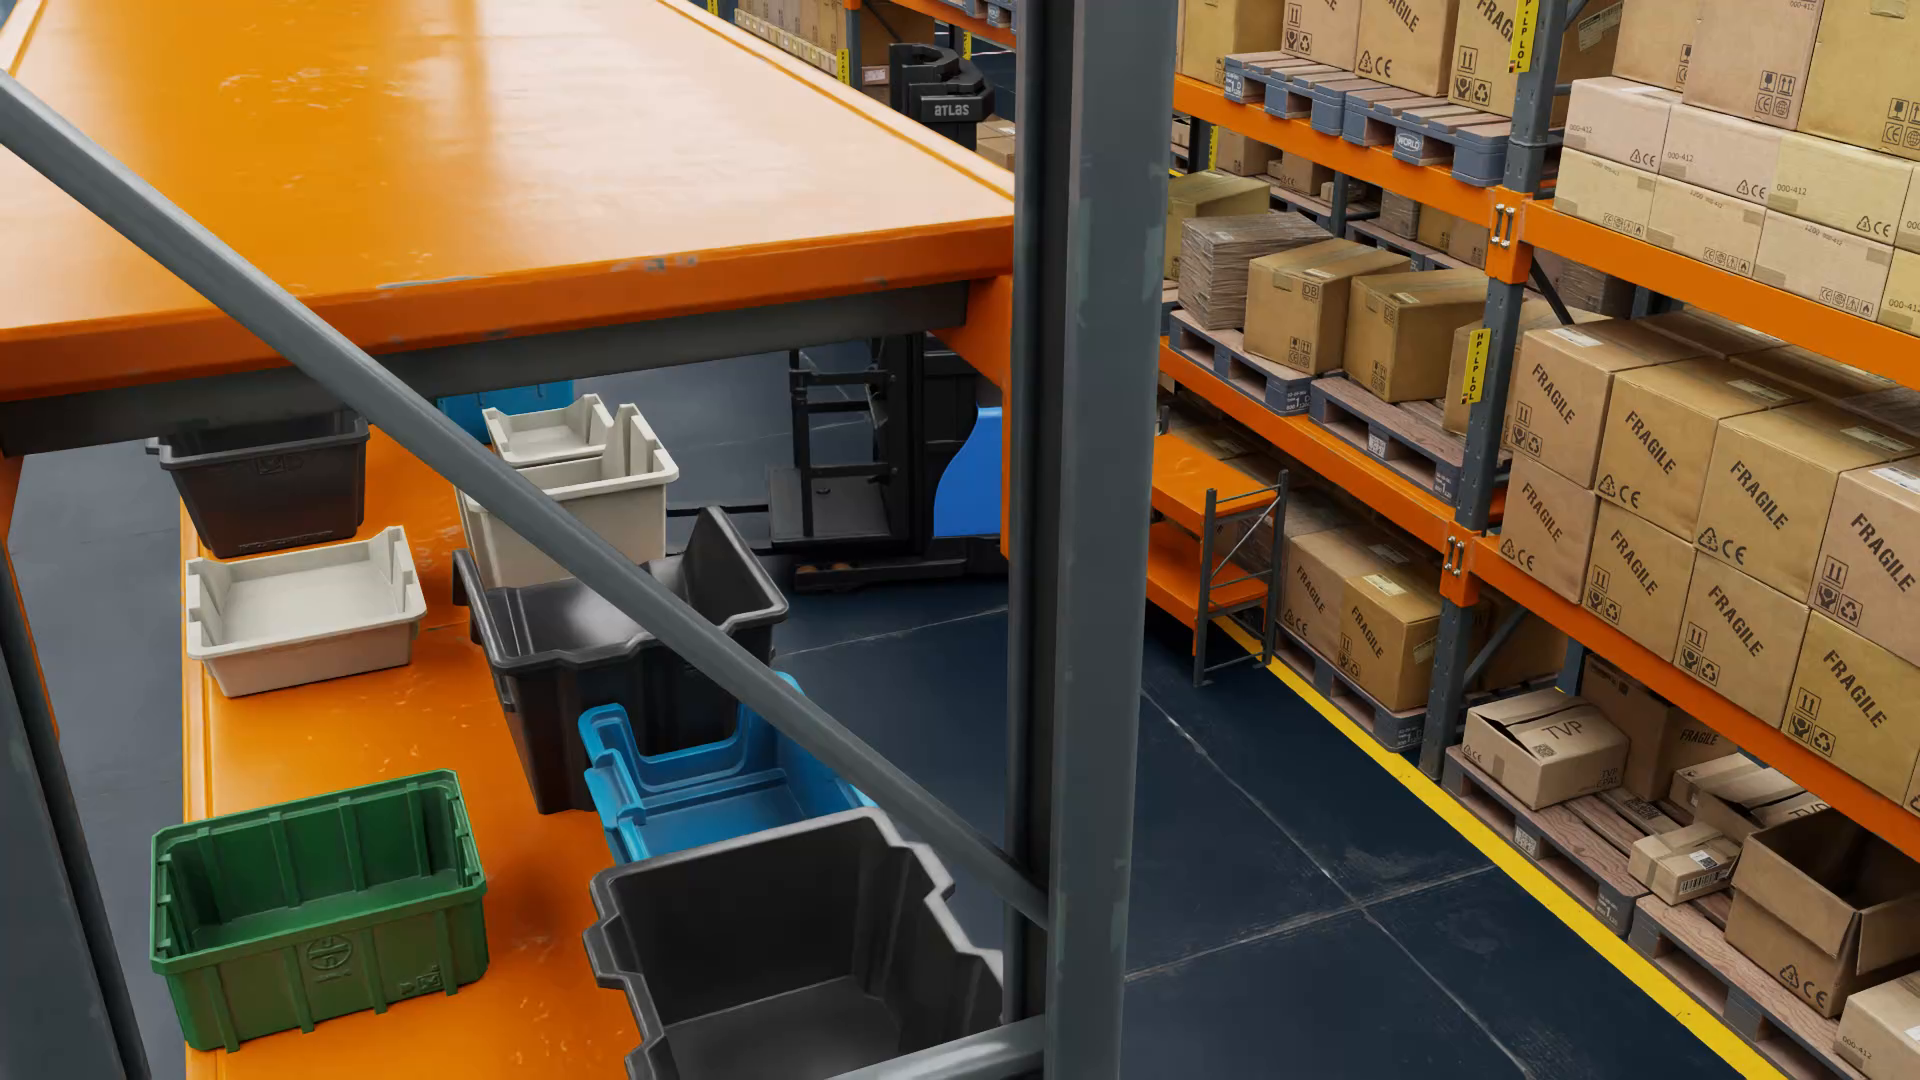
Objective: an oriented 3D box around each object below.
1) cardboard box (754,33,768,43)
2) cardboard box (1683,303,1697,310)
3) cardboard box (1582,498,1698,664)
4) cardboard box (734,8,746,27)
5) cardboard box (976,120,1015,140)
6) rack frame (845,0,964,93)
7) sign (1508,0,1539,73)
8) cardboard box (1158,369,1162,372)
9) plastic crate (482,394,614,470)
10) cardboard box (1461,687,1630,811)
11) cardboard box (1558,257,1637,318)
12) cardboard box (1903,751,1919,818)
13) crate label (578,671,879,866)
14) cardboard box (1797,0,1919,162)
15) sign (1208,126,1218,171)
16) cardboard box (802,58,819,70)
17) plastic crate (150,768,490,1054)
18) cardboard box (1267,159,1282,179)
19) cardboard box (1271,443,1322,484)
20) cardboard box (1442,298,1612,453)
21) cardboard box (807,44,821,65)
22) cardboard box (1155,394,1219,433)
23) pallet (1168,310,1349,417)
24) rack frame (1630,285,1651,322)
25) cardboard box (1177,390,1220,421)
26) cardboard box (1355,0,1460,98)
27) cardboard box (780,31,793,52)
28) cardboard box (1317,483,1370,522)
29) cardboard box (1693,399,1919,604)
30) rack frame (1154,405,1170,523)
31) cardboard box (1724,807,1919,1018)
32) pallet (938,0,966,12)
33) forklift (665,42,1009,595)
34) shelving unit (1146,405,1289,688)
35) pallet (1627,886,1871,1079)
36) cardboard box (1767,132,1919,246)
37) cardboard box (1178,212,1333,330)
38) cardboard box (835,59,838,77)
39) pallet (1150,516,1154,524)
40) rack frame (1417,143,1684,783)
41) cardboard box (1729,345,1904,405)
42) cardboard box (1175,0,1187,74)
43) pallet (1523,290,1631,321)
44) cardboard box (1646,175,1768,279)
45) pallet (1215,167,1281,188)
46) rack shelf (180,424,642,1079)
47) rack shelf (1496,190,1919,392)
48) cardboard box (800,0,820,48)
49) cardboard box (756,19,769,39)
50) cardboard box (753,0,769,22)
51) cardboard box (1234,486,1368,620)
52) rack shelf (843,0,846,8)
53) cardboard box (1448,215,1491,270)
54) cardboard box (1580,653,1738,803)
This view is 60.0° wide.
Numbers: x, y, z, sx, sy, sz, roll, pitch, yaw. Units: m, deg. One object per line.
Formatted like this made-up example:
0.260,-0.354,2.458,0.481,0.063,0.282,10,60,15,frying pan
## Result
-1.635,-4.794,16.536,0.700,0.500,0.500,-10,28,-19,cardboard box
5.840,-1.677,12.238,0.750,0.750,0.750,-11,28,-21,cardboard box
2.835,0.107,6.498,0.500,0.500,0.500,-10,28,-20,cardboard box
-2.061,-5.292,16.817,0.380,0.149,0.250,-11,28,-21,cardboard box
0.238,-2.854,12.562,0.500,0.500,0.500,-11,28,-21,cardboard box
-0.450,-3.536,14.074,1.000,3.000,0.127,-11,28,-21,rack frame
2.174,-1.967,6.403,0.100,0.325,0.005,-11,28,-21,sign
1.182,-1.389,11.691,0.500,0.311,0.500,-10,28,-19,cardboard box
-1.028,-0.238,4.201,0.293,0.136,0.466,-11,28,-21,plastic crate
2.648,0.910,7.530,0.500,0.311,0.500,-11,28,-21,cardboard box
5.343,-2.130,13.542,0.700,0.500,0.500,-10,28,-20,cardboard box
3.427,0.718,5.247,0.500,0.500,0.500,-10,28,-20,cardboard box
-0.374,0.449,2.663,0.408,0.251,0.502,-11,28,-21,crate label
3.175,-1.532,5.297,0.700,0.500,0.500,-11,28,-21,cardboard box
1.612,-2.503,10.729,0.100,0.325,0.005,-11,28,-21,sign
-1.035,-4.174,15.267,0.700,0.500,0.500,-10,28,-20,cardboard box
-0.959,0.556,2.515,0.450,0.188,0.336,-11,28,-21,plastic crate
3.499,-3.955,17.679,0.380,0.149,0.250,-13,29,-25,cardboard box
2.129,-0.561,9.474,0.500,0.250,0.500,-11,28,-22,cardboard box
2.703,-0.770,7.816,0.700,0.500,0.500,-22,34,-37,cardboard box
-1.150,-4.357,14.901,0.380,0.149,0.250,-11,28,-21,cardboard box
1.242,-0.553,10.311,0.500,0.500,0.500,-12,28,-22,cardboard box
1.882,-1.051,9.202,1.003,0.211,1.213,-11,28,-21,pallet
5.673,-2.774,12.513,1.000,3.000,0.127,-11,28,-21,rack frame
1.699,-0.659,10.528,0.500,0.500,0.500,-9,28,-19,cardboard box
2.271,-2.415,7.652,0.600,0.600,0.600,-11,28,-21,cardboard box
-1.460,-4.671,15.546,0.380,0.149,0.250,-10,28,-20,cardboard box
2.310,-0.035,9.250,0.500,0.500,0.500,-10,28,-20,cardboard box
3.012,-0.147,5.878,0.500,0.500,0.500,-11,28,-22,cardboard box
0.935,-0.180,9.337,0.500,1.125,0.032,-14,29,-26,rack frame
3.423,1.375,6.359,0.797,0.503,0.637,-11,28,-21,cardboard box
0.328,-3.894,11.603,1.003,0.211,1.213,-9,28,-18,pallet
-0.671,-1.249,9.467,3.031,2.935,1.130,-4,26,-7,forklift
1.187,0.013,8.941,0.538,1.125,1.048,-14,29,-26,shelving unit
3.433,1.717,6.493,1.003,0.211,1.213,-11,28,-21,pallet
3.027,-1.167,5.405,0.500,0.250,0.500,-11,28,-21,cardboard box
1.649,-1.518,9.348,0.700,0.500,0.500,-5,27,-11,cardboard box
-0.849,-4.046,14.264,0.380,0.149,0.250,-11,28,-22,cardboard box
1.374,-0.361,10.748,1.003,0.211,1.213,-11,28,-21,pallet
2.683,-0.307,7.459,1.000,3.000,0.127,-11,28,-21,rack frame
3.322,-0.435,6.468,0.500,0.500,0.500,-11,28,-22,cardboard box
1.518,-2.938,9.316,0.910,0.500,0.500,-11,28,-21,cardboard box
5.368,-1.837,13.771,1.003,0.211,1.213,-11,28,-21,pallet
2.838,-1.146,5.930,0.500,0.250,0.500,-11,28,-21,cardboard box
3.329,-3.894,17.985,1.003,0.211,1.213,-11,28,-21,pallet
-1.093,0.326,3.565,1.077,0.370,4.000,-11,28,-21,rack shelf
3.466,-0.524,5.305,1.077,0.370,4.000,-11,28,-21,rack shelf
-1.024,-4.748,14.964,0.700,0.500,0.500,-11,28,-21,cardboard box
-1.762,-4.983,16.183,0.380,0.149,0.250,-11,28,-21,cardboard box
-1.614,-5.356,16.208,0.700,0.500,0.500,-11,28,-22,cardboard box
1.844,0.065,9.045,0.500,0.500,0.500,-10,28,-20,cardboard box
-1.233,-5.368,15.227,1.077,0.370,4.000,-11,28,-21,rack shelf
4.821,-2.756,14.824,0.700,0.500,0.500,-10,28,-20,cardboard box
3.167,0.800,7.540,0.500,0.500,0.500,-11,28,-21,cardboard box
